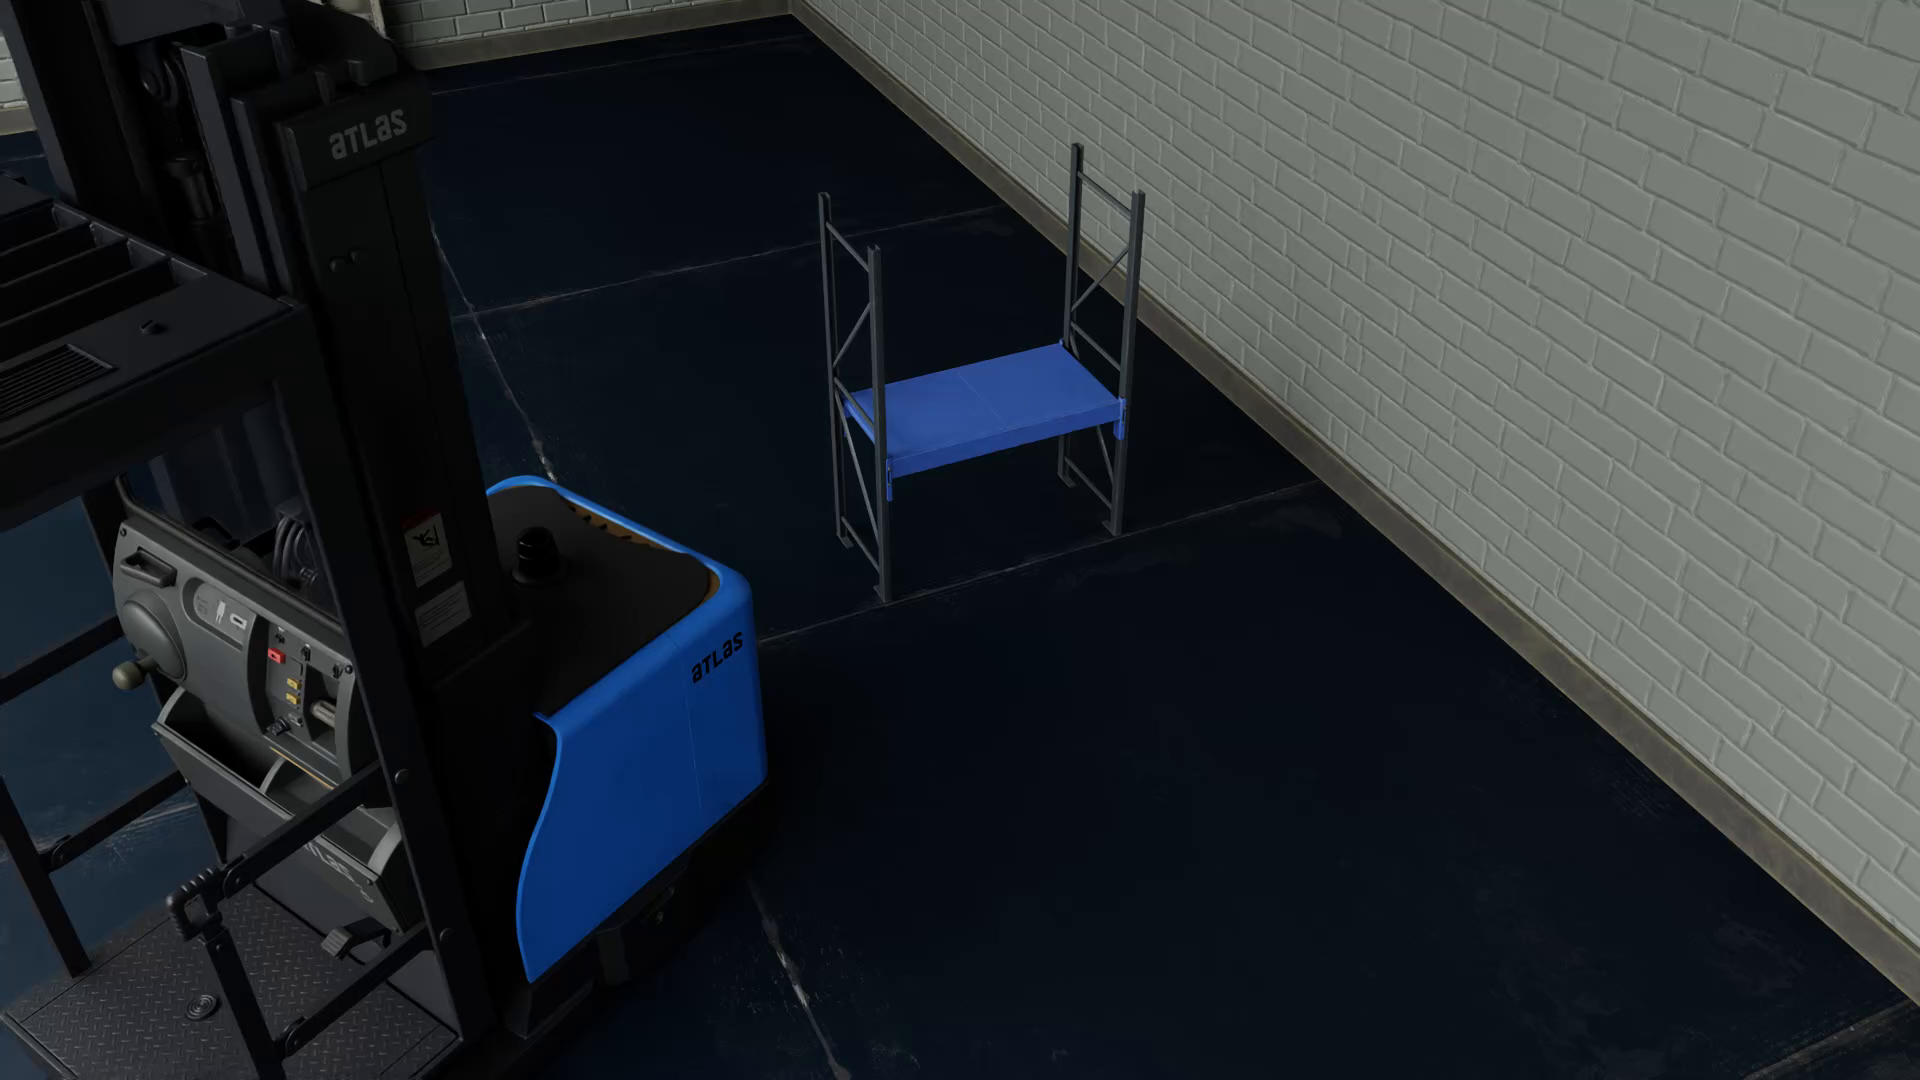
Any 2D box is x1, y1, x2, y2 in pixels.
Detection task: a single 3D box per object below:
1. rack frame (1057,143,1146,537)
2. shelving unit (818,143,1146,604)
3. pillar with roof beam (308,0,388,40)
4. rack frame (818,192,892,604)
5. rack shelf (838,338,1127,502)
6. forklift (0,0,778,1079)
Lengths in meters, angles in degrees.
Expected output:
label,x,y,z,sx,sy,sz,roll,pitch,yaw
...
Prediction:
label,x,y,z,sx,sy,sz,roll,pitch,yaw
rack frame,0.537,-0.753,6.506,0.032,1.500,0.500,-16,39,-20
shelving unit,0.077,-0.624,6.332,1.048,1.500,0.538,-16,39,-20
pillar with roof beam,-2.005,-4.205,4.866,0.400,9.000,9.100,-16,39,-20
rack frame,-0.383,-0.495,6.159,0.032,1.500,0.500,-16,39,-20
rack shelf,0.077,-0.480,6.439,1.000,0.185,0.538,-16,39,-20
forklift,-1.861,0.335,3.838,1.130,2.935,3.031,23,43,28
